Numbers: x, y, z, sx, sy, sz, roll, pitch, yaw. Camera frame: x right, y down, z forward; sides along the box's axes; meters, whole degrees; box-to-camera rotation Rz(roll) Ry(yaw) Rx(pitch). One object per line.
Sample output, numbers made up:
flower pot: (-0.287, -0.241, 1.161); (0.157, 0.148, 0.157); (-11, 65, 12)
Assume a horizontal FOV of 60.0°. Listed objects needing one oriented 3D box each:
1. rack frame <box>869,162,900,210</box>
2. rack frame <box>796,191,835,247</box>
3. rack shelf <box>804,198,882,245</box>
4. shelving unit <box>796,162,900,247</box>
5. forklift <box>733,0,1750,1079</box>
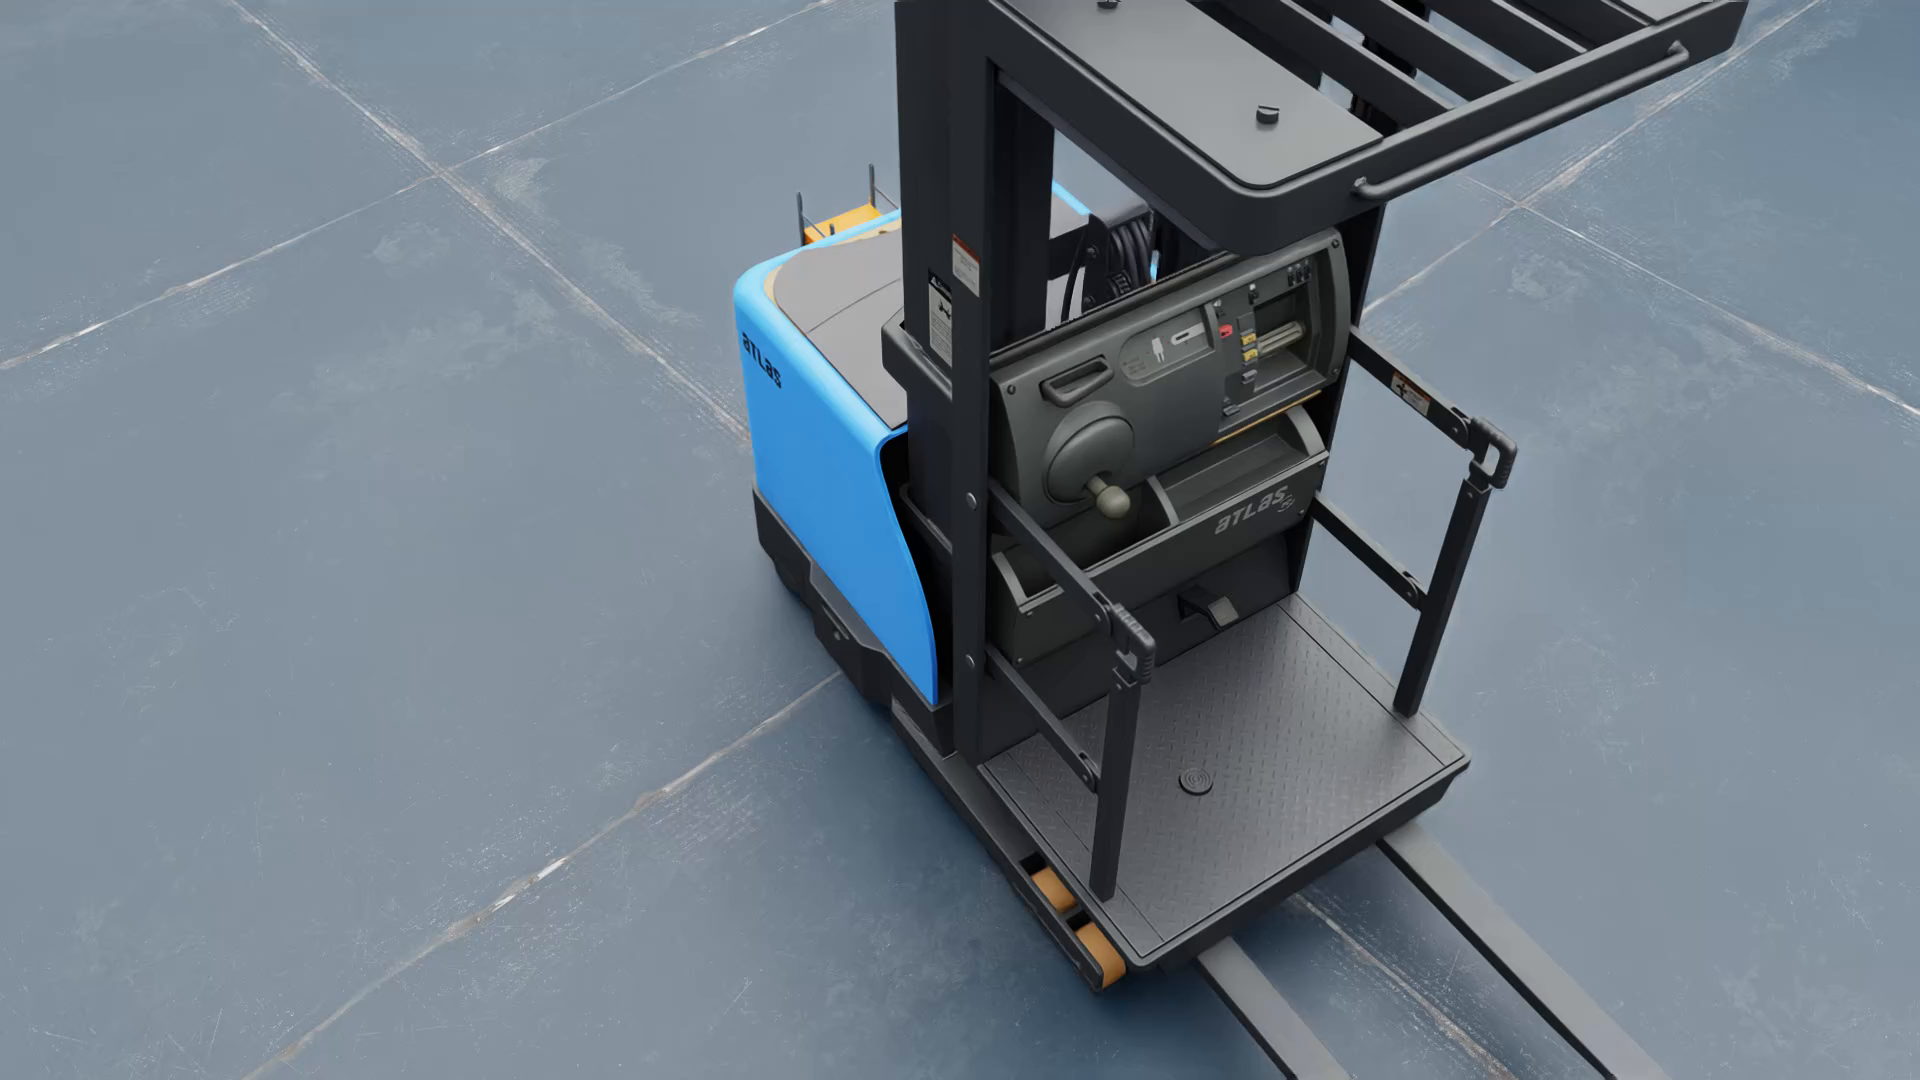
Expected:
rack frame: (-0.206, -0.680, 5.163); (0.008, 1.050, 0.200); (-27, 53, -22)
rack frame: (-0.408, -0.579, 5.070); (0.008, 1.050, 0.200); (-27, 53, -22)
rack shelf: (-0.307, -0.815, 4.916); (0.240, 0.259, 0.215); (-27, 53, -22)
shelving unit: (-0.307, -0.629, 5.116); (0.252, 1.050, 0.215); (-27, 53, -22)
forklift: (0.604, -0.270, 3.505); (1.130, 2.935, 3.031); (-26, 52, -22)
